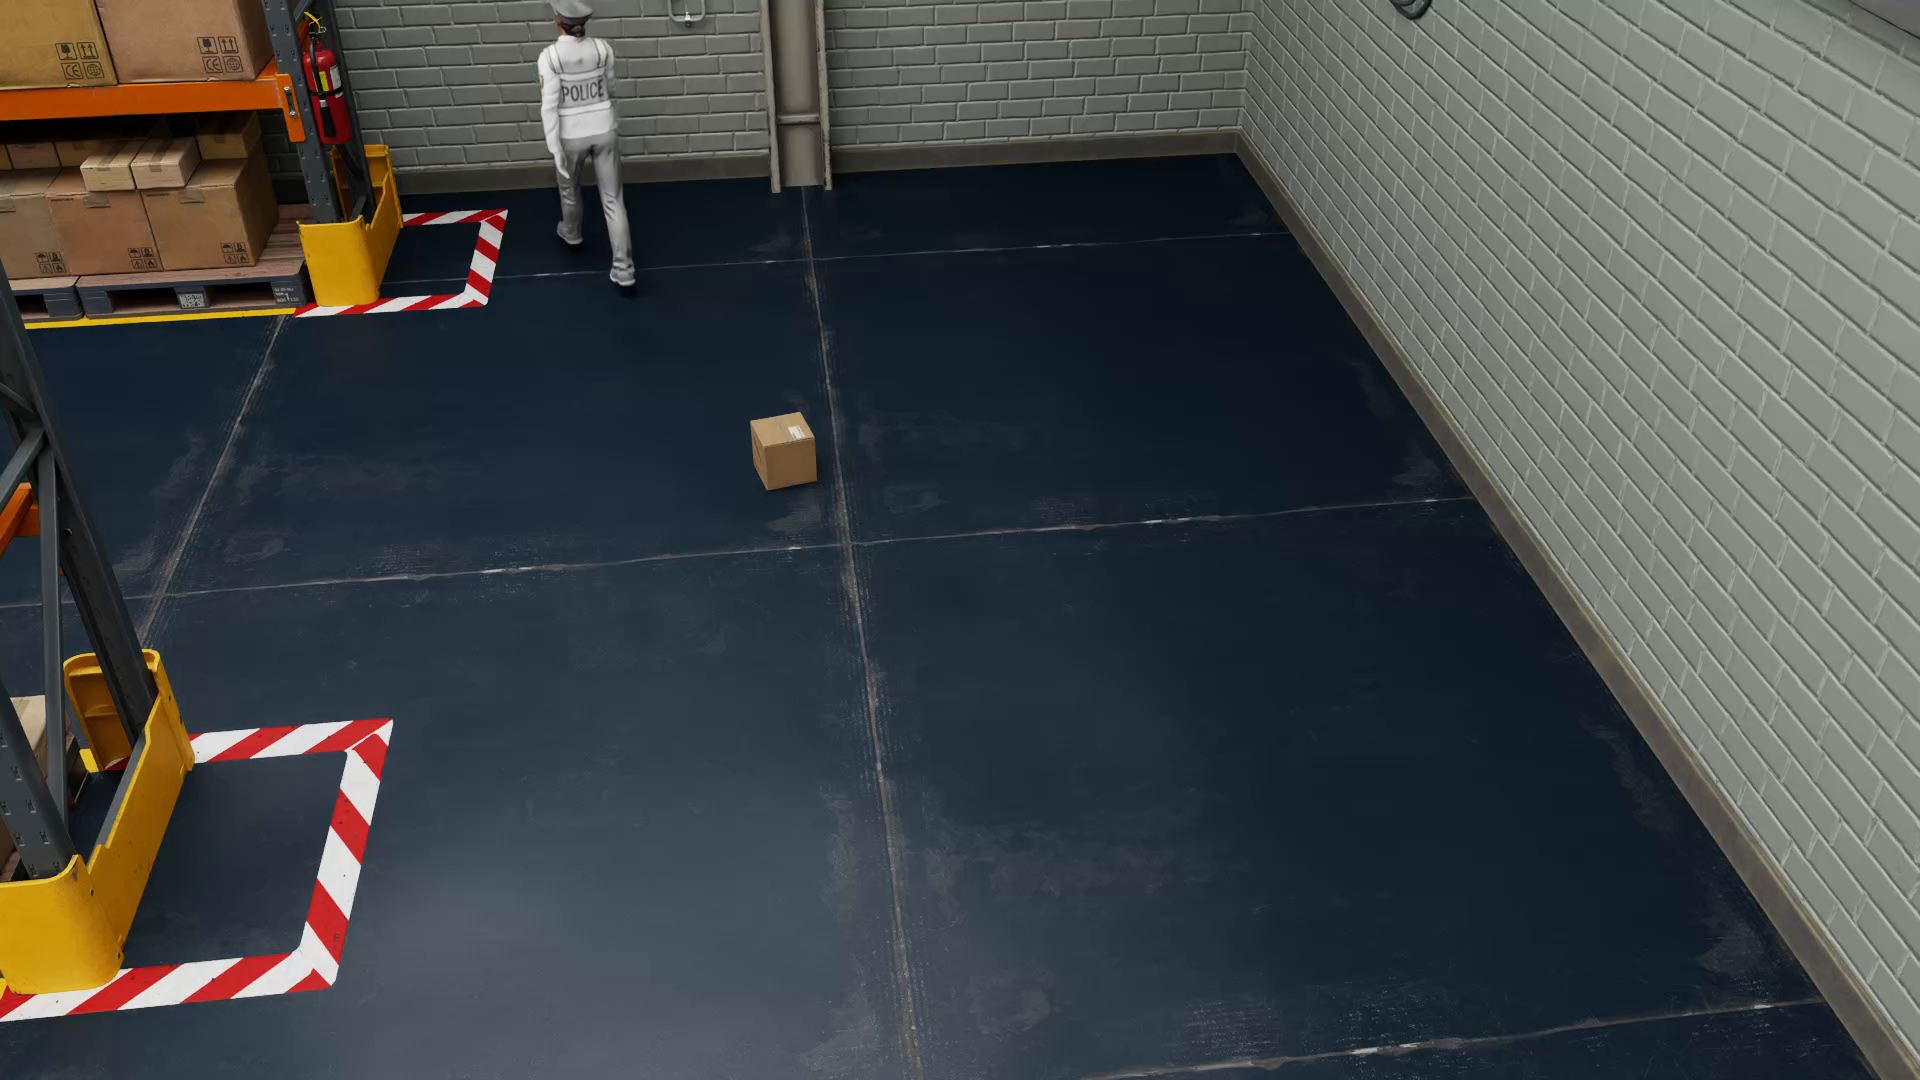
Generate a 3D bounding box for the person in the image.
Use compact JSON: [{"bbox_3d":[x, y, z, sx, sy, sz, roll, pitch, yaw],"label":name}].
[{"bbox_3d":[-2.151,-2.337,9.434,0.470,1.627,1.022,-14,37,-19],"label":"person"}]
